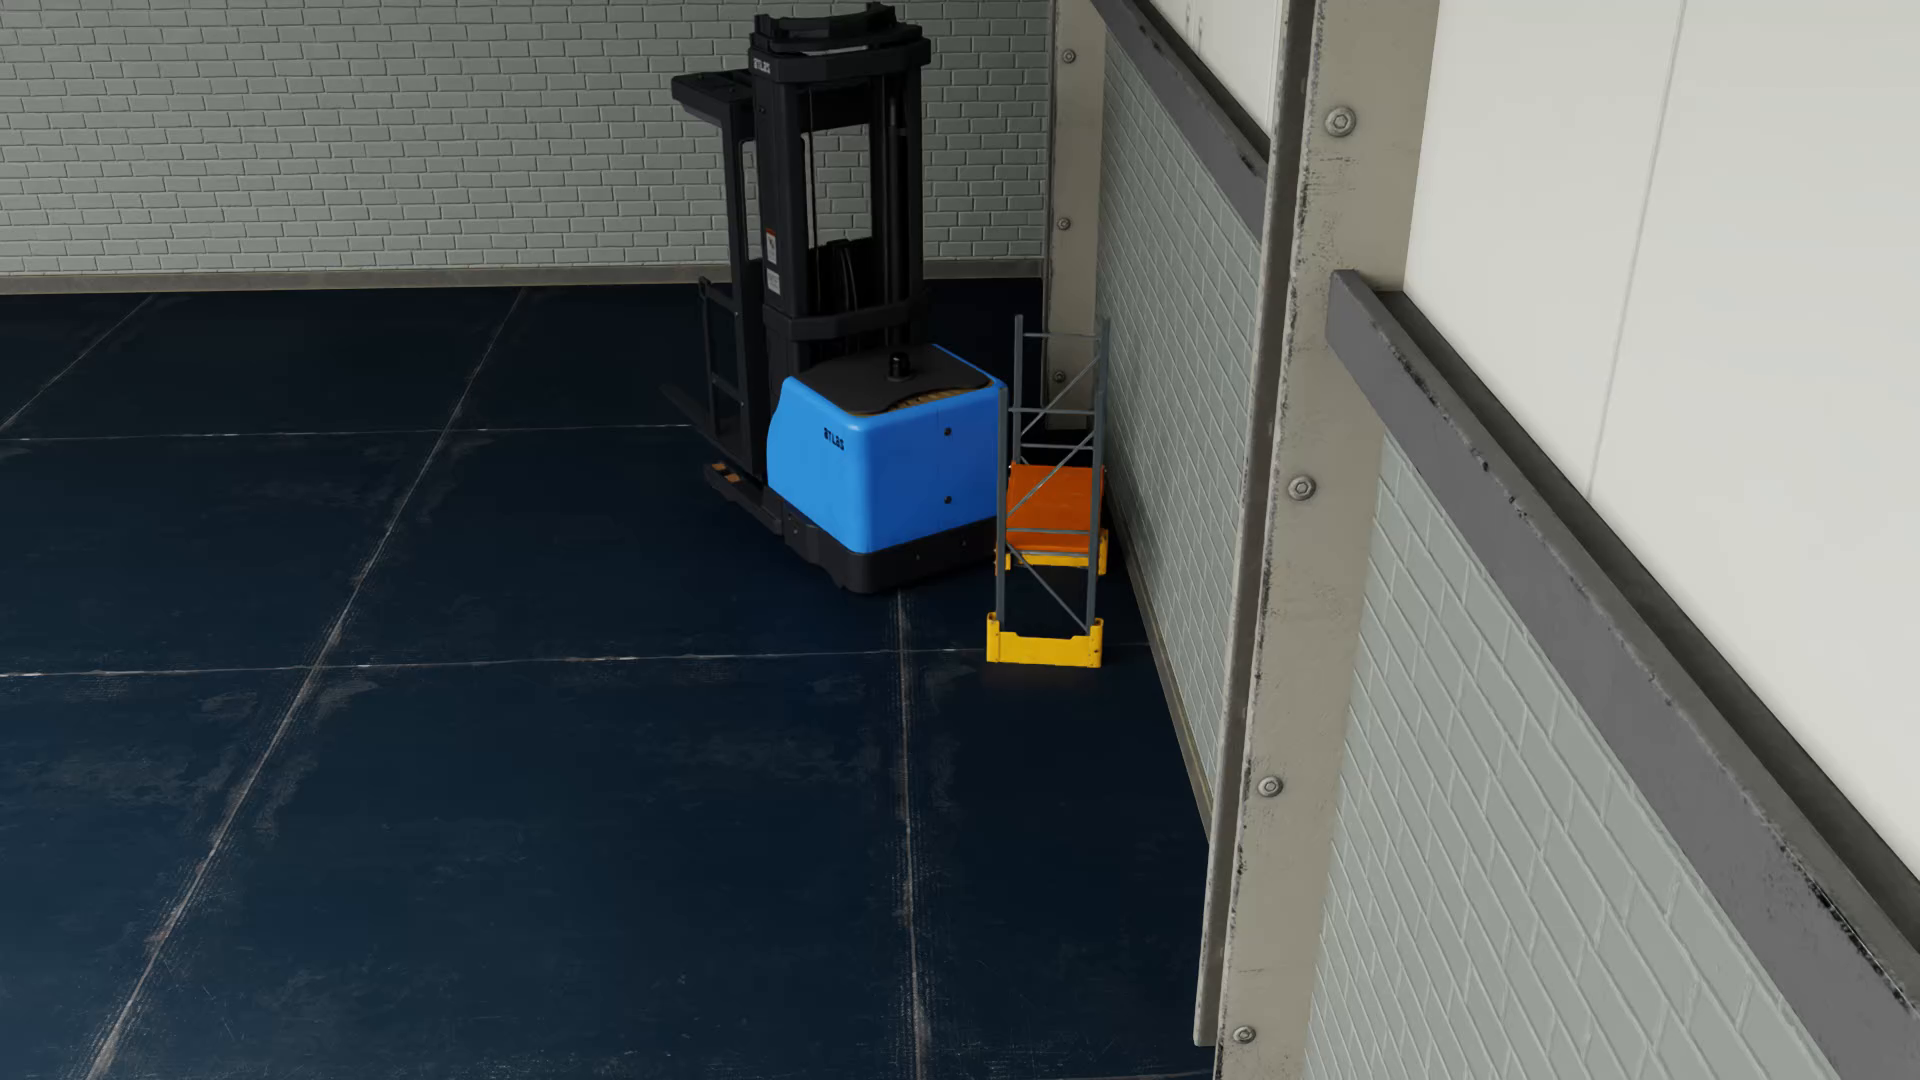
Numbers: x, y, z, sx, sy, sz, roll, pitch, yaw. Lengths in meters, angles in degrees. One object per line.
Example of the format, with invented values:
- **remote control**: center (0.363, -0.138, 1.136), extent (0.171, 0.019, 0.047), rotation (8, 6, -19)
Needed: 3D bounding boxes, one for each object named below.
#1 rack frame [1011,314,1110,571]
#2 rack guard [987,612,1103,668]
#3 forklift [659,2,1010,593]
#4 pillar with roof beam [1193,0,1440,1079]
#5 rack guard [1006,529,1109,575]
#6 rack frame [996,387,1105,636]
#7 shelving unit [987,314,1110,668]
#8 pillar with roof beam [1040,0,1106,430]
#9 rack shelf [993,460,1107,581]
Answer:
- **rack frame**: center (0.540, -0.509, 9.104), extent (0.500, 1.500, 0.032), rotation (3, 28, 5)
- **rack guard**: center (0.433, 0.512, 8.498), extent (0.587, 0.250, 0.087), rotation (3, 28, 5)
- **forklift**: center (-0.936, -1.645, 9.735), extent (1.130, 2.935, 3.031), rotation (-17, 32, -29)
- **pillar with roof beam**: center (-3.266, -1.951, 3.759), extent (9.100, 9.000, 0.400), rotation (-1, 28, -3)
- **rack guard**: center (0.538, 0.054, 9.376), extent (0.587, 0.250, 0.087), rotation (3, 28, 5)
- **rack frame**: center (0.433, -0.042, 8.208), extent (0.500, 1.500, 0.032), rotation (3, 28, 5)
- **shelving unit**: center (0.485, -0.271, 8.648), extent (0.587, 1.500, 1.083), rotation (3, 28, 5)
- **pillar with roof beam**: center (-3.579, -4.722, 9.072), extent (9.100, 9.000, 0.400), rotation (-1, 28, -3)
- **rack shelf**: center (0.486, -0.116, 8.739), extent (0.538, 0.185, 1.000), rotation (3, 28, 5)
